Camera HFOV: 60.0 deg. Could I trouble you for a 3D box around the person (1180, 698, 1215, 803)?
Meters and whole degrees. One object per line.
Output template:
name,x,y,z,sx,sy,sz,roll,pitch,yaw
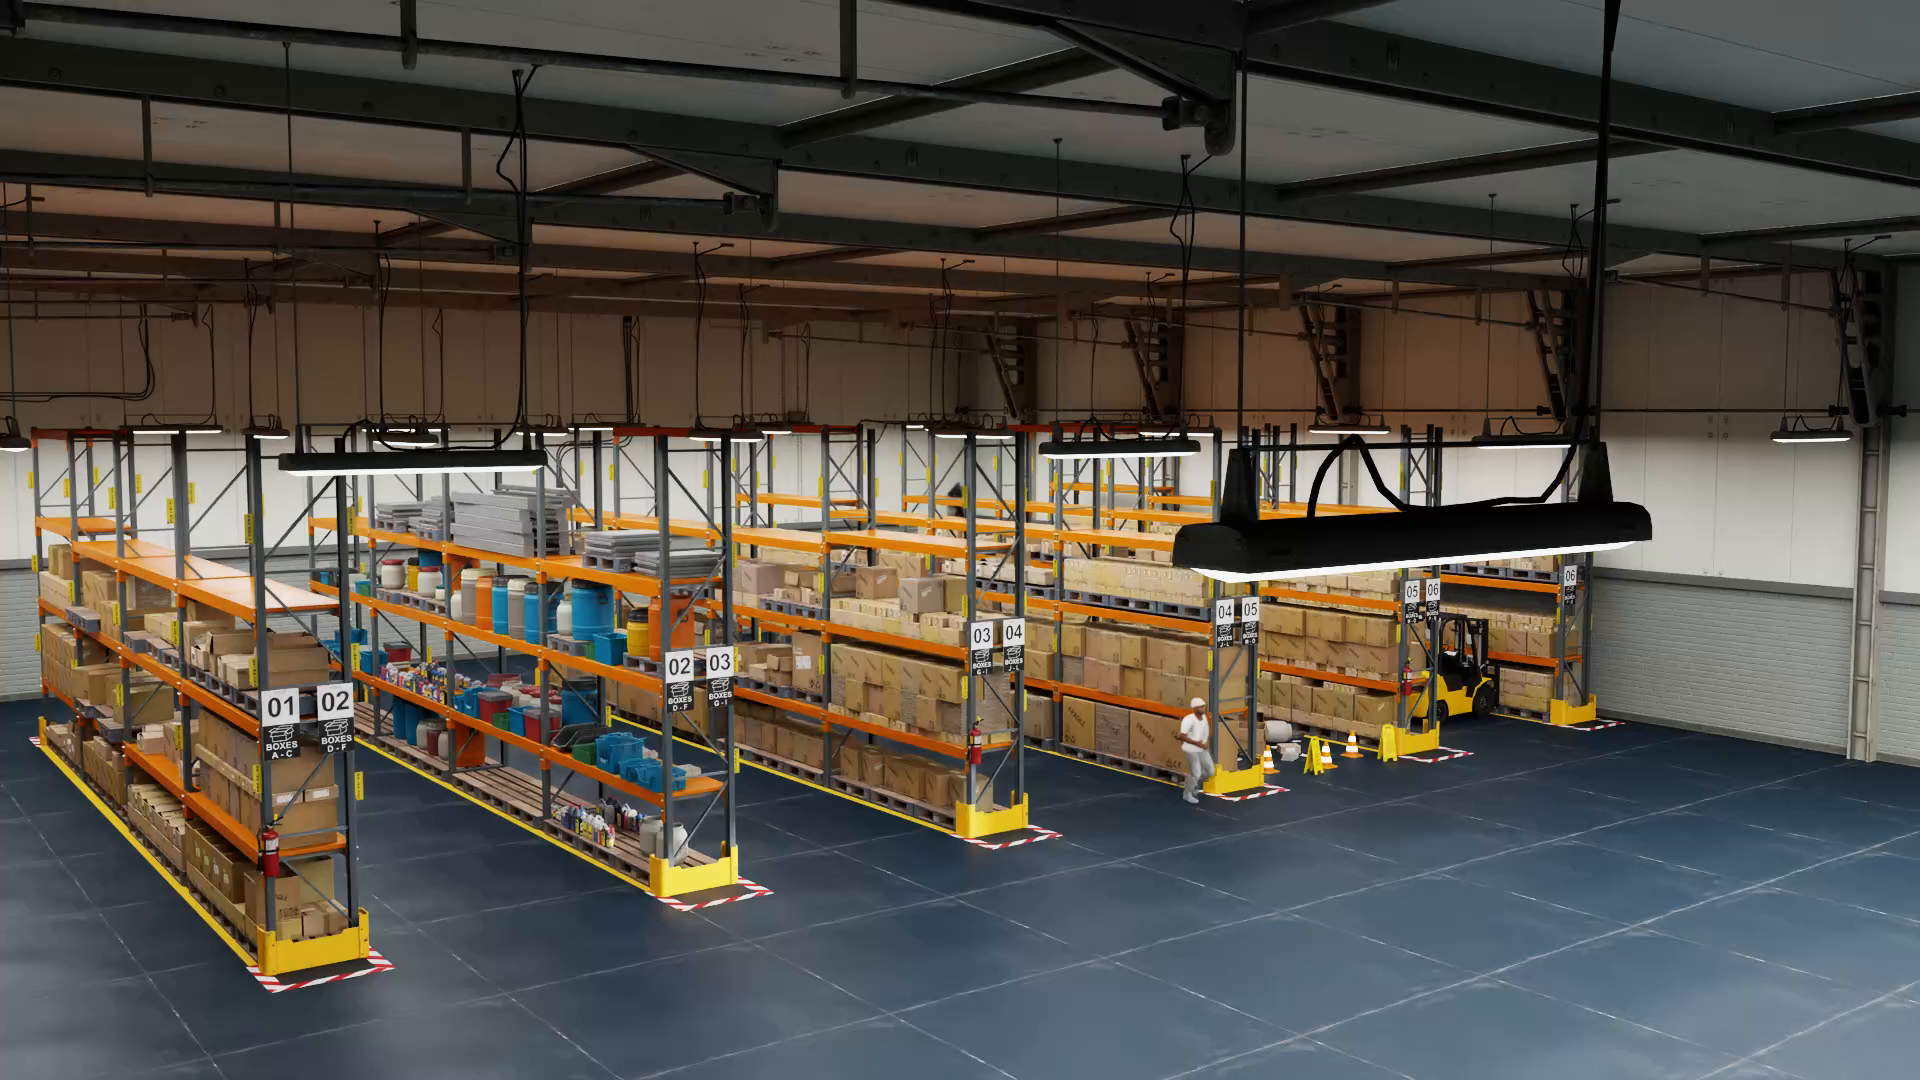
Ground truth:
person,3.834,3.381,26.742,0.595,1.715,0.705,4,6,44

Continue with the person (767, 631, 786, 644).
person,-4.639,2.147,42.244,0.693,1.723,0.713,4,6,44
